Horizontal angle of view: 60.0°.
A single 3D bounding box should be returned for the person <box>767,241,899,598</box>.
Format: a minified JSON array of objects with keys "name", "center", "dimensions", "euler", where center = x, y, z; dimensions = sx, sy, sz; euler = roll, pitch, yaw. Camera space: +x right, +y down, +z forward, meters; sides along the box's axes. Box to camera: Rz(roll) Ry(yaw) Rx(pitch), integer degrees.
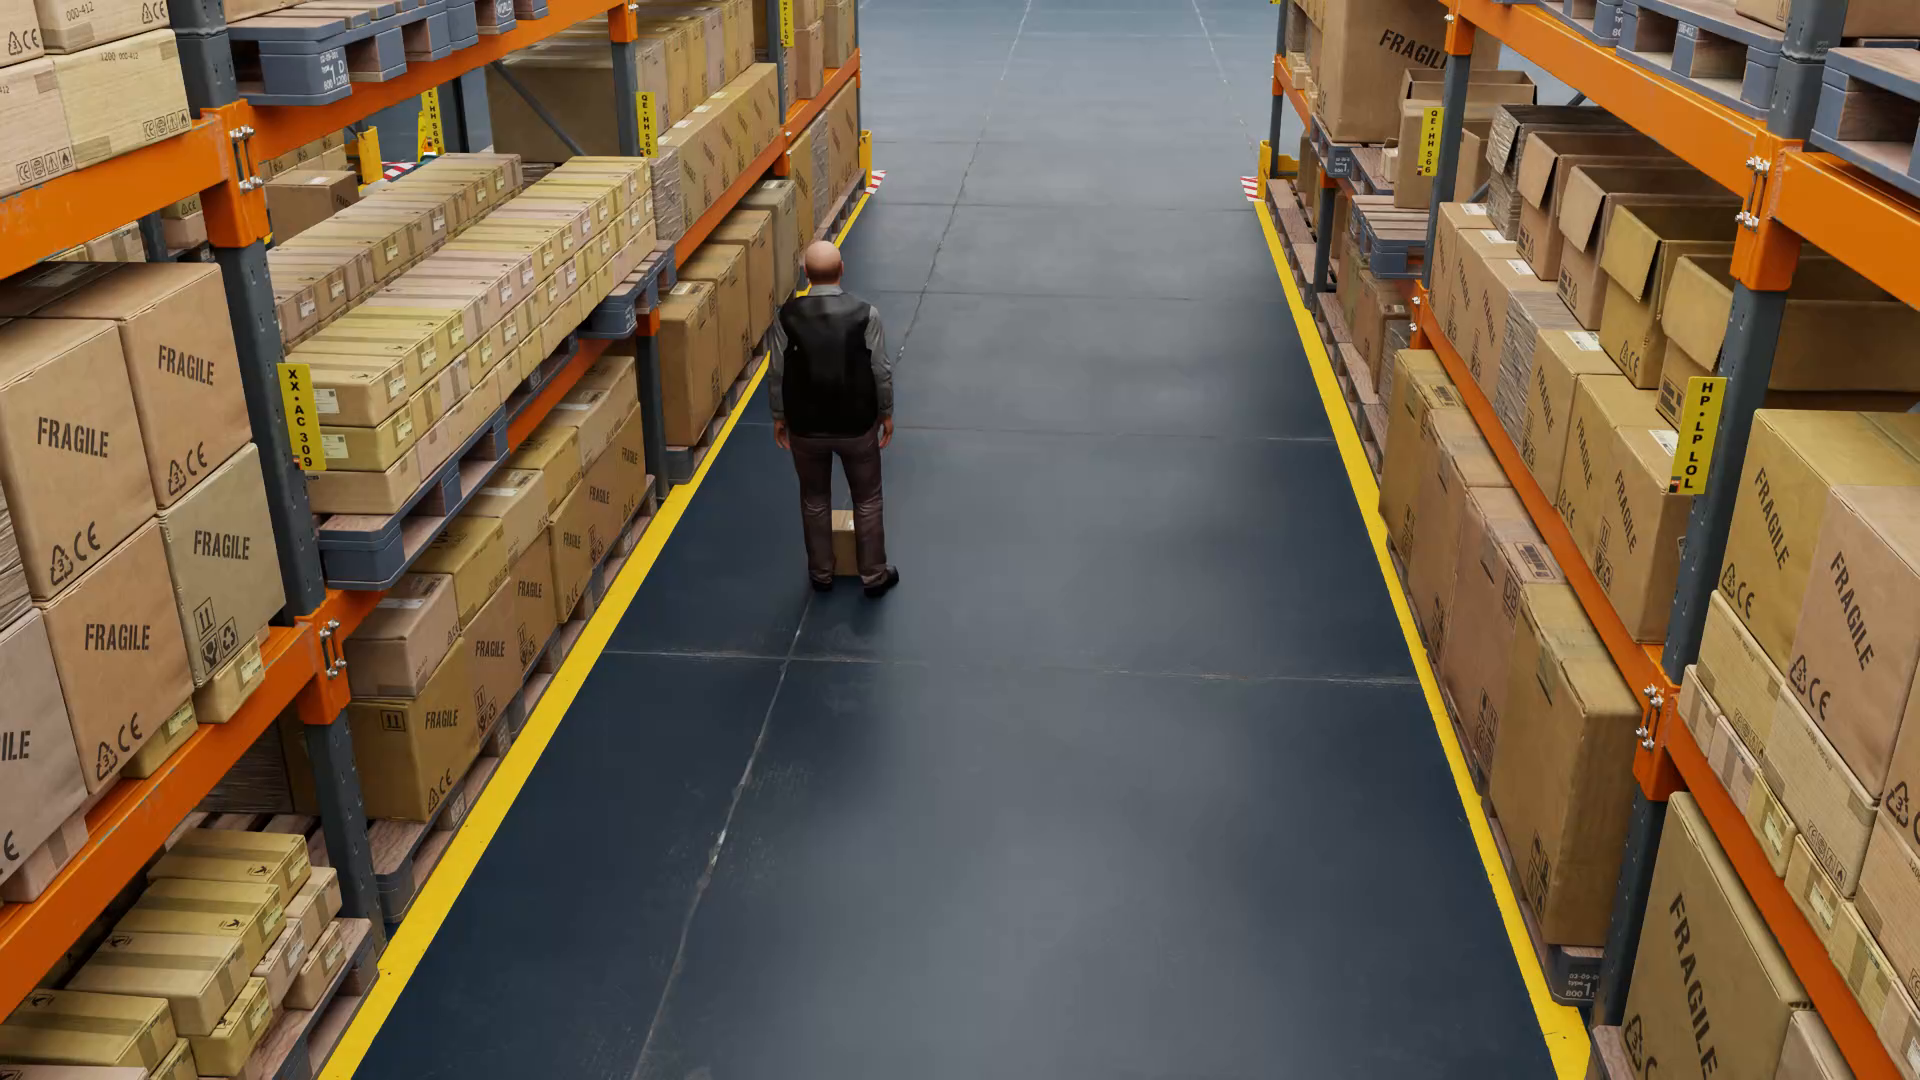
[{"name":"person","center":[-0.599,-0.504,7.870],"dimensions":[0.592,1.619,0.474],"euler":[0,24,1]}]
